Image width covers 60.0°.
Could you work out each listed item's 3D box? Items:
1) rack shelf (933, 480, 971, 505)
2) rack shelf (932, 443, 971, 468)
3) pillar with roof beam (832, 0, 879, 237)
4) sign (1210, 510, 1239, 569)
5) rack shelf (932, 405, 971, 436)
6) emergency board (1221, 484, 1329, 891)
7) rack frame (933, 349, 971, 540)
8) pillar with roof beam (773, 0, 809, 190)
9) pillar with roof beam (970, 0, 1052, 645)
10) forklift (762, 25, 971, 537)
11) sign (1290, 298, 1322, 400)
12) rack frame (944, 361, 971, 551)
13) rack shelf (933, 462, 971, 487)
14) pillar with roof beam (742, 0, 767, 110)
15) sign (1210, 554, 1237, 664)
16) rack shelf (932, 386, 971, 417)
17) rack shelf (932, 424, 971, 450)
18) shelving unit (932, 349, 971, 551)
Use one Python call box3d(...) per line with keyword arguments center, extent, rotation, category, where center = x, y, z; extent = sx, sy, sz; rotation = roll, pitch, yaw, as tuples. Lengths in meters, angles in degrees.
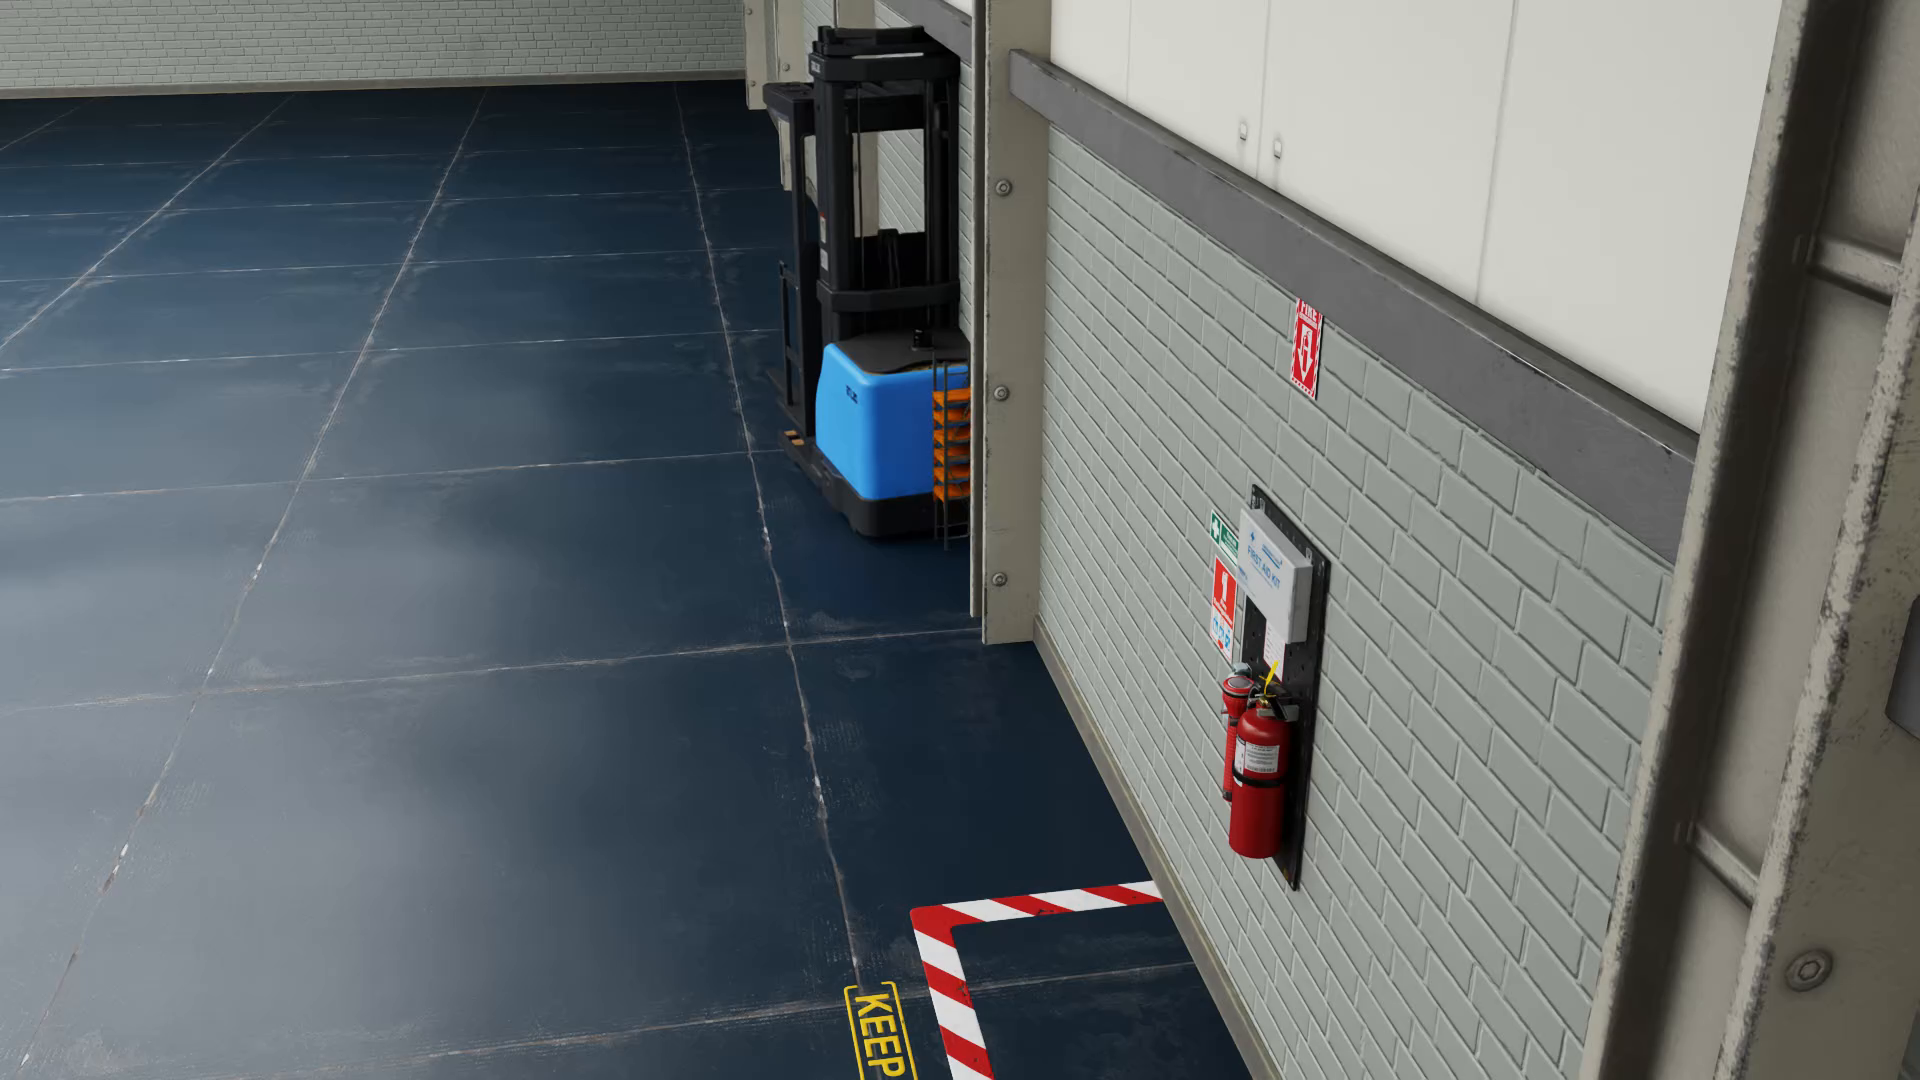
box3d(center=(-0.013, -0.272, 10.084), extent=(0.258, 0.103, 0.180), rotation=(-9, 25, -19), category="rack shelf")
box3d(center=(-0.013, -0.492, 9.988), extent=(0.258, 0.103, 0.180), rotation=(-9, 25, -19), category="rack shelf")
box3d(center=(-5.096, -5.690, 12.036), extent=(9.100, 9.000, 0.400), rotation=(-4, 24, -10), category="pillar with roof beam")
box3d(center=(0.926, 0.003, 5.788), extent=(0.001, 0.109, 0.331), rotation=(-4, 24, -10), category="sign")
box3d(center=(-0.013, -0.712, 9.892), extent=(0.258, 0.103, 0.180), rotation=(-9, 25, -19), category="rack shelf")
box3d(center=(0.935, 0.485, 5.391), extent=(0.194, 1.169, 0.643), rotation=(-4, 24, -10), category="emergency board")
box3d(center=(-0.046, -0.567, 10.049), extent=(0.240, 1.200, 0.006), rotation=(-9, 25, -19), category="rack frame")
box3d(center=(-6.205, -8.051, 17.440), extent=(9.100, 9.000, 0.400), rotation=(-4, 24, -10), category="pillar with roof beam")
box3d(center=(-3.986, -3.330, 6.632), extent=(9.100, 9.000, 0.400), rotation=(-4, 24, -10), category="pillar with roof beam")
box3d(center=(-0.624, -1.923, 10.992), extent=(1.130, 2.935, 3.031), rotation=(-9, 25, -19), category="forklift")
box3d(center=(1.031, -0.588, 4.951), extent=(0.001, 0.298, 0.199), rotation=(-4, 24, -10), category="sign")
box3d(center=(0.019, -0.498, 9.892), extent=(0.240, 1.200, 0.006), rotation=(-9, 25, -19), category="rack frame")
box3d(center=(-0.013, -0.382, 10.036), extent=(0.258, 0.103, 0.180), rotation=(-9, 25, -19), category="rack shelf")
box3d(center=(-7.315, -10.411, 22.843), extent=(9.100, 9.000, 0.400), rotation=(-4, 24, -10), category="pillar with roof beam")
box3d(center=(0.934, 0.244, 5.899), extent=(0.001, 0.329, 0.234), rotation=(-4, 24, -10), category="sign")
box3d(center=(-0.013, -0.822, 9.844), extent=(0.258, 0.103, 0.180), rotation=(-9, 25, -19), category="rack shelf")
box3d(center=(-0.013, -0.602, 9.940), extent=(0.258, 0.103, 0.180), rotation=(-9, 25, -19), category="rack shelf")
box3d(center=(-0.013, -0.533, 9.970), extent=(0.258, 1.200, 0.189), rotation=(-9, 25, -19), category="shelving unit")
